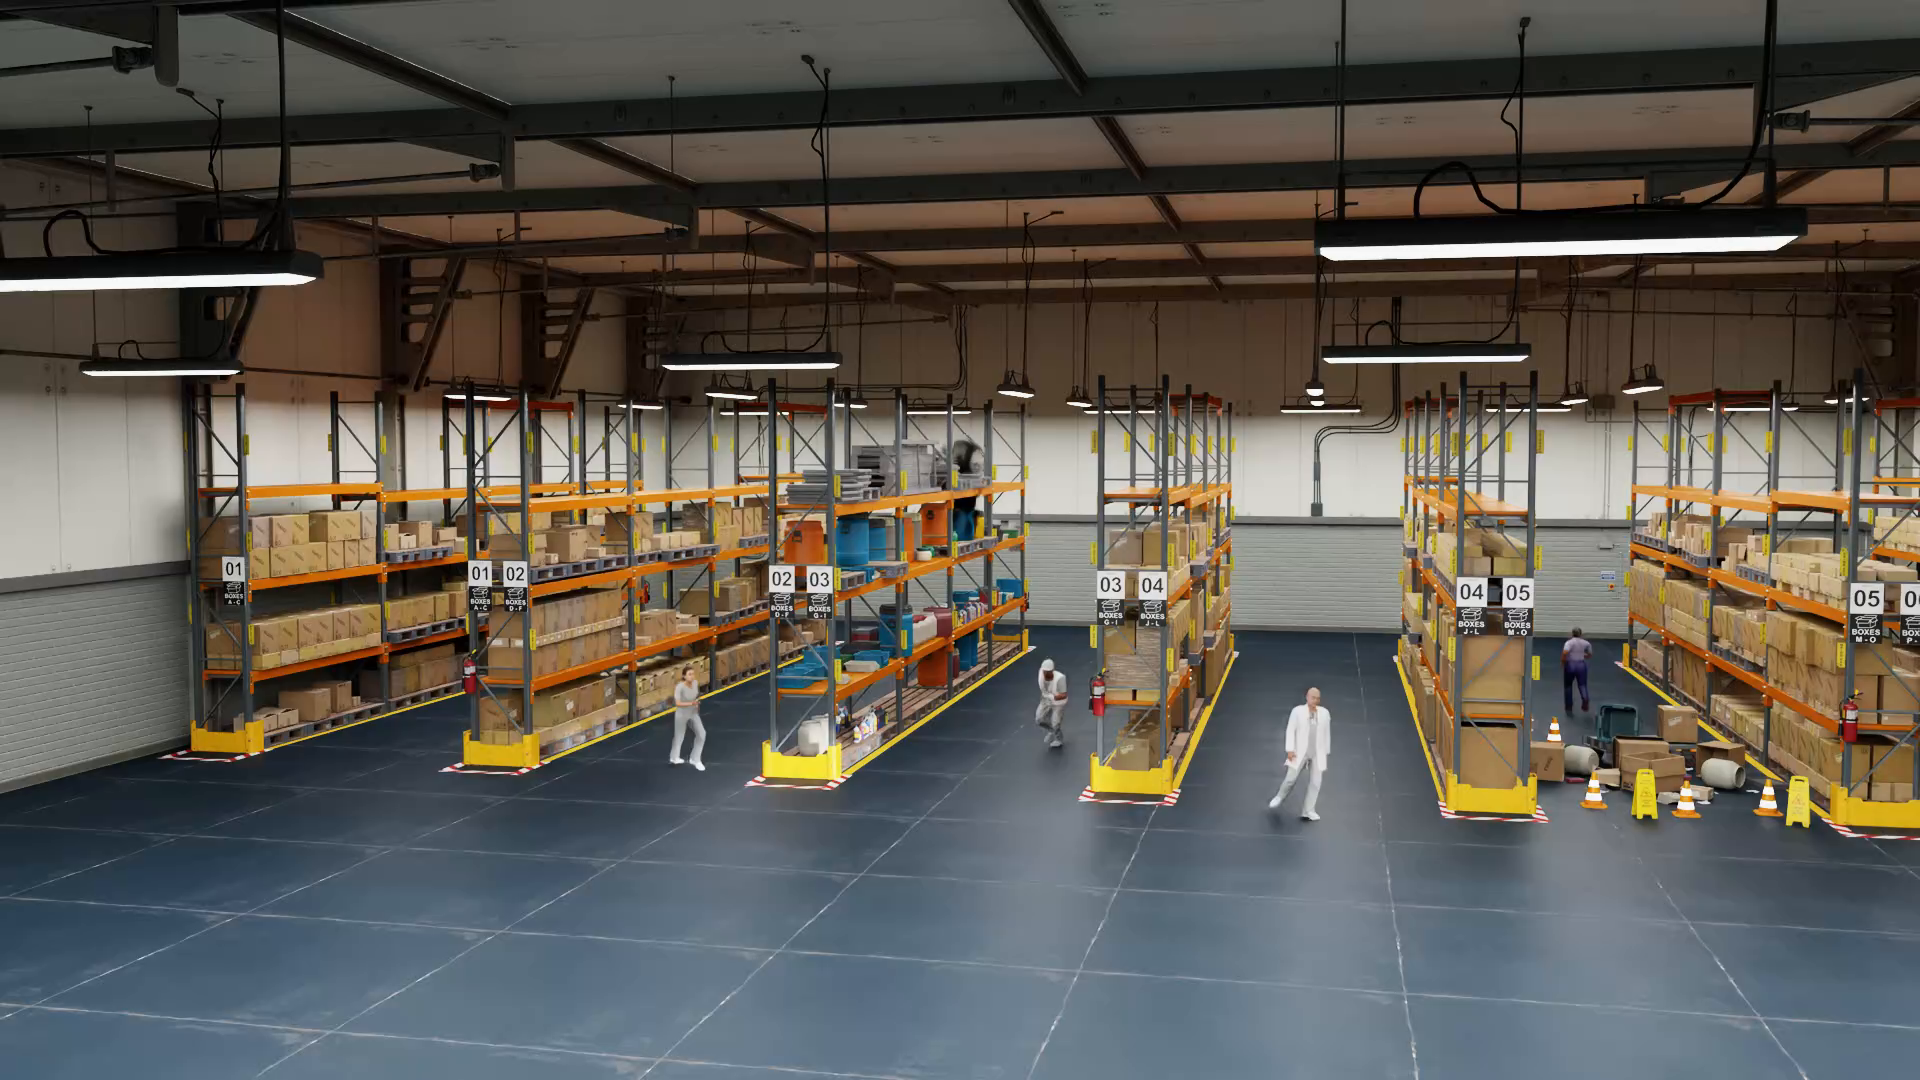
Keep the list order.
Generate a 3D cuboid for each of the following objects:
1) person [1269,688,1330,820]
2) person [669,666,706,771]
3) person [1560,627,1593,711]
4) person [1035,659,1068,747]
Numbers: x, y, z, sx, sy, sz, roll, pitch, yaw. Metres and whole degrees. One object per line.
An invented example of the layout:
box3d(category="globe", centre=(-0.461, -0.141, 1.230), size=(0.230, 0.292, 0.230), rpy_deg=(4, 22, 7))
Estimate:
box3d(category="person", centre=(4.573, 2.839, 22.311), size=(0.757, 1.751, 0.663), rpy_deg=(0, 3, -1))
box3d(category="person", centre=(-4.212, 2.722, 25.554), size=(0.496, 1.615, 0.929), rpy_deg=(-2, 4, -35))
box3d(category="person", centre=(11.479, 2.421, 30.977), size=(0.608, 1.601, 0.861), rpy_deg=(0, 3, 6))
box3d(category="person", centre=(1.493, 2.667, 27.175), size=(0.719, 1.525, 1.022), rpy_deg=(2, 4, 31))
